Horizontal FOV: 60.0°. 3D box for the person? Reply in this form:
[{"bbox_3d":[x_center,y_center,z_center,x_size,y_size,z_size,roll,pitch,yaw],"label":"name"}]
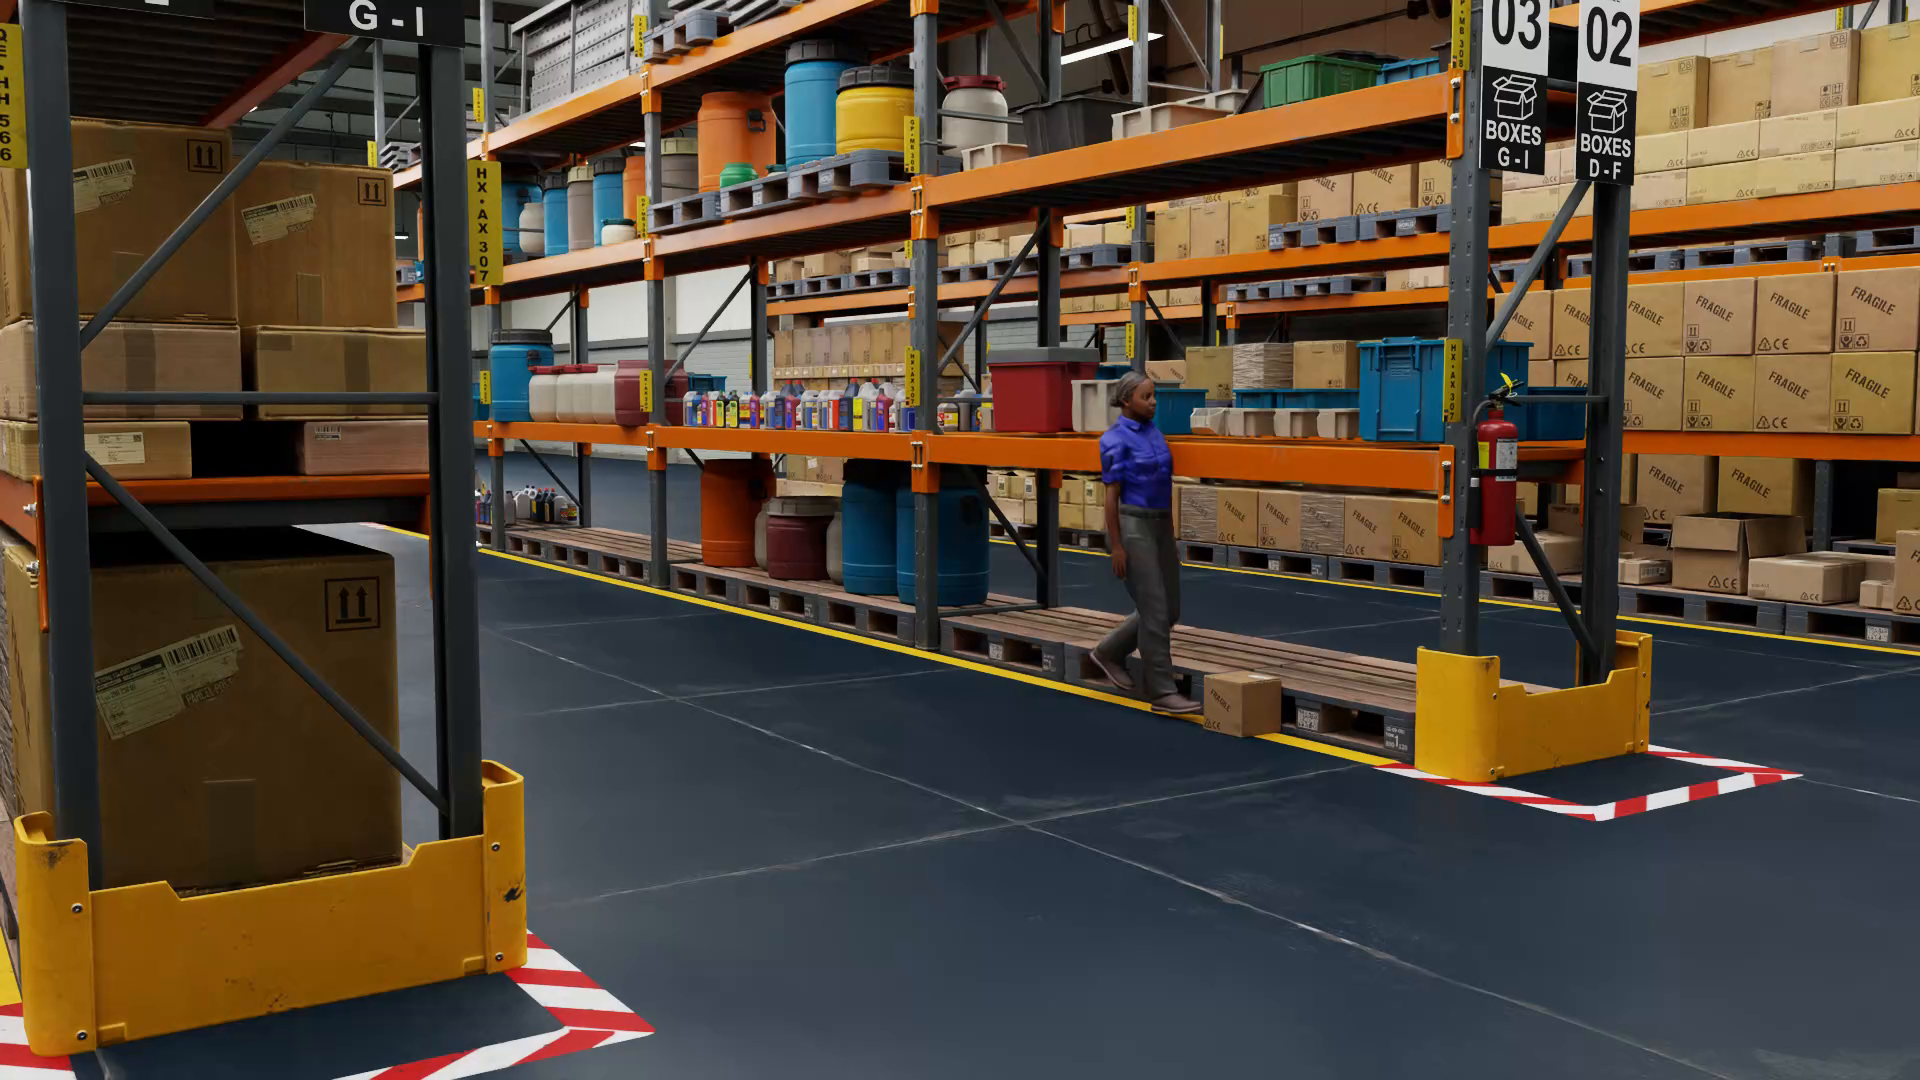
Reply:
[{"bbox_3d":[0.895,-0.006,8.044,0.779,1.625,0.464,4,6,40],"label":"person"}]
